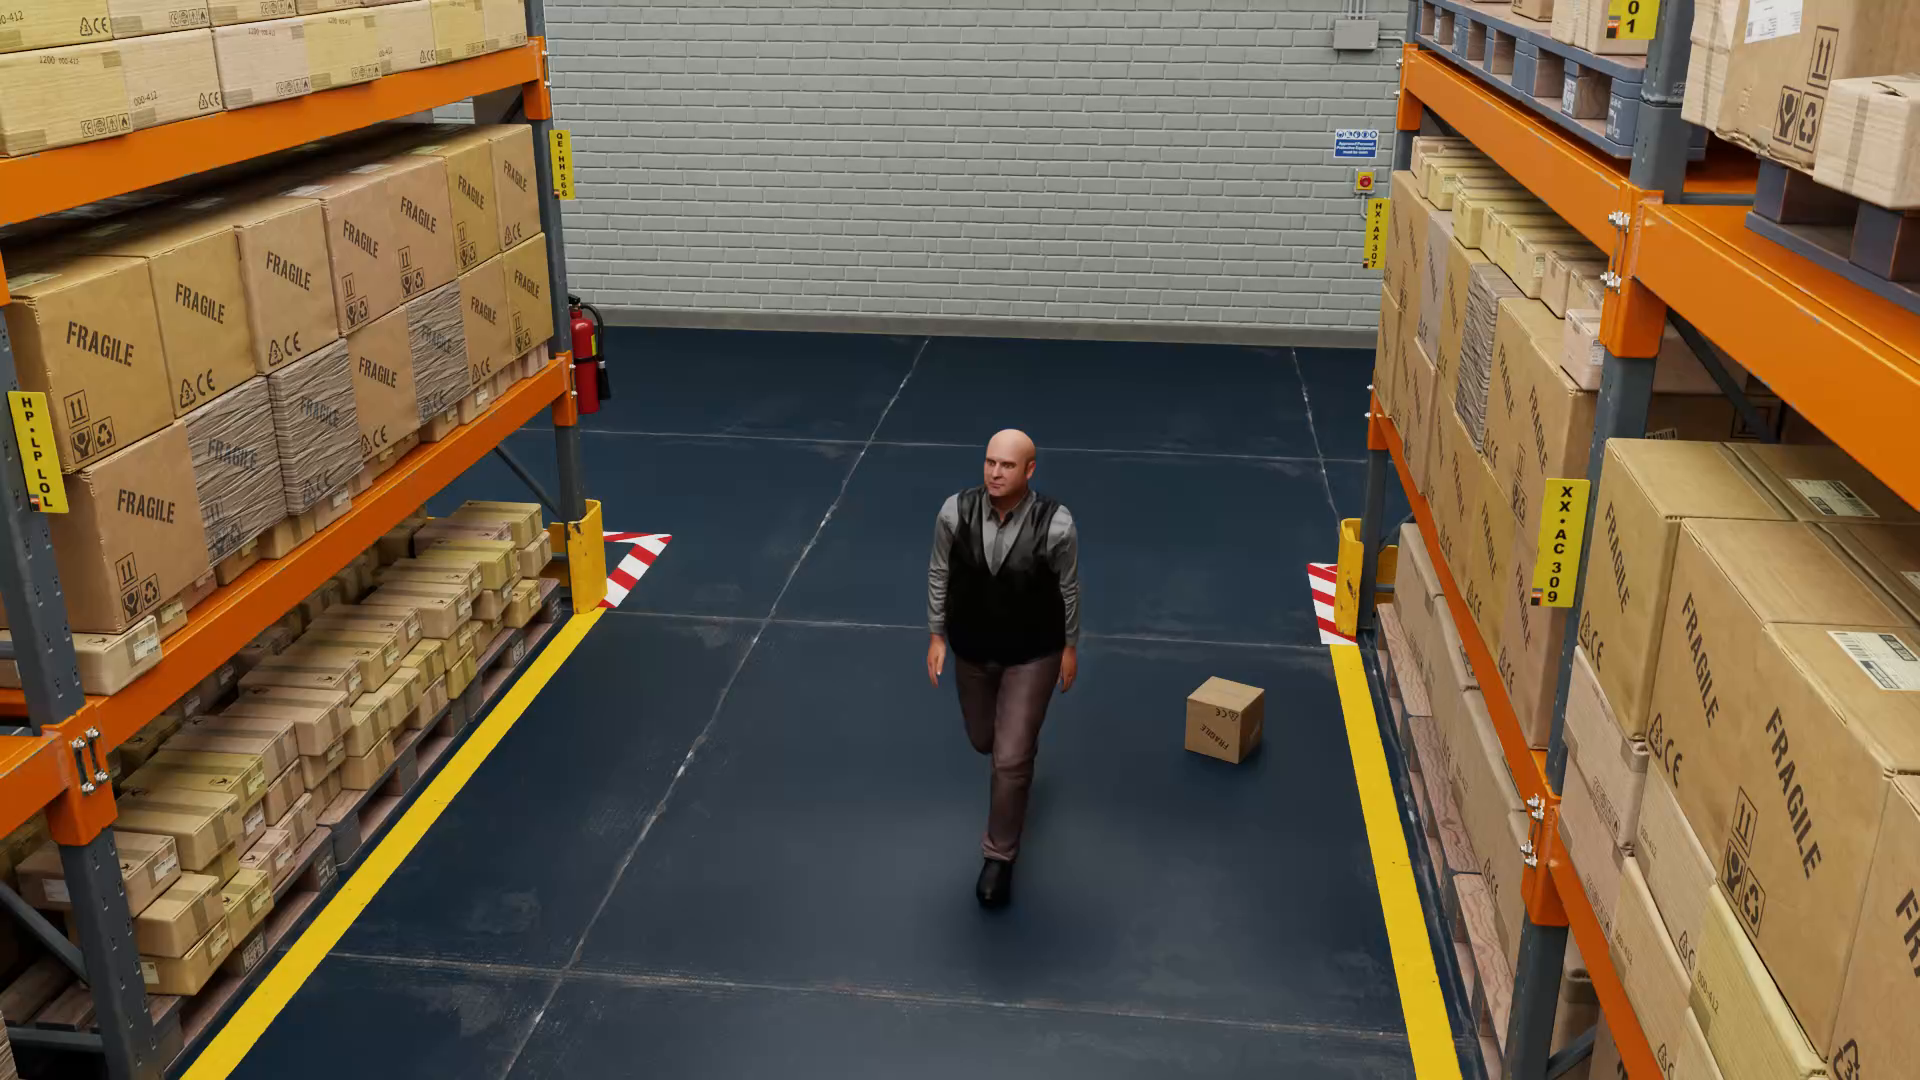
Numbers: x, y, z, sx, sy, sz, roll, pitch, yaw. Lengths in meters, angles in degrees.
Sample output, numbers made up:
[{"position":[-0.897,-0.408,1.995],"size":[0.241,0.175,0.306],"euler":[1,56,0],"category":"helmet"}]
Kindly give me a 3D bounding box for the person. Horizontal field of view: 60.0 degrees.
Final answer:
[{"position":[0.165,0.420,6.146],"size":[0.552,1.607,0.951],"euler":[7,22,18],"category":"person"}]
